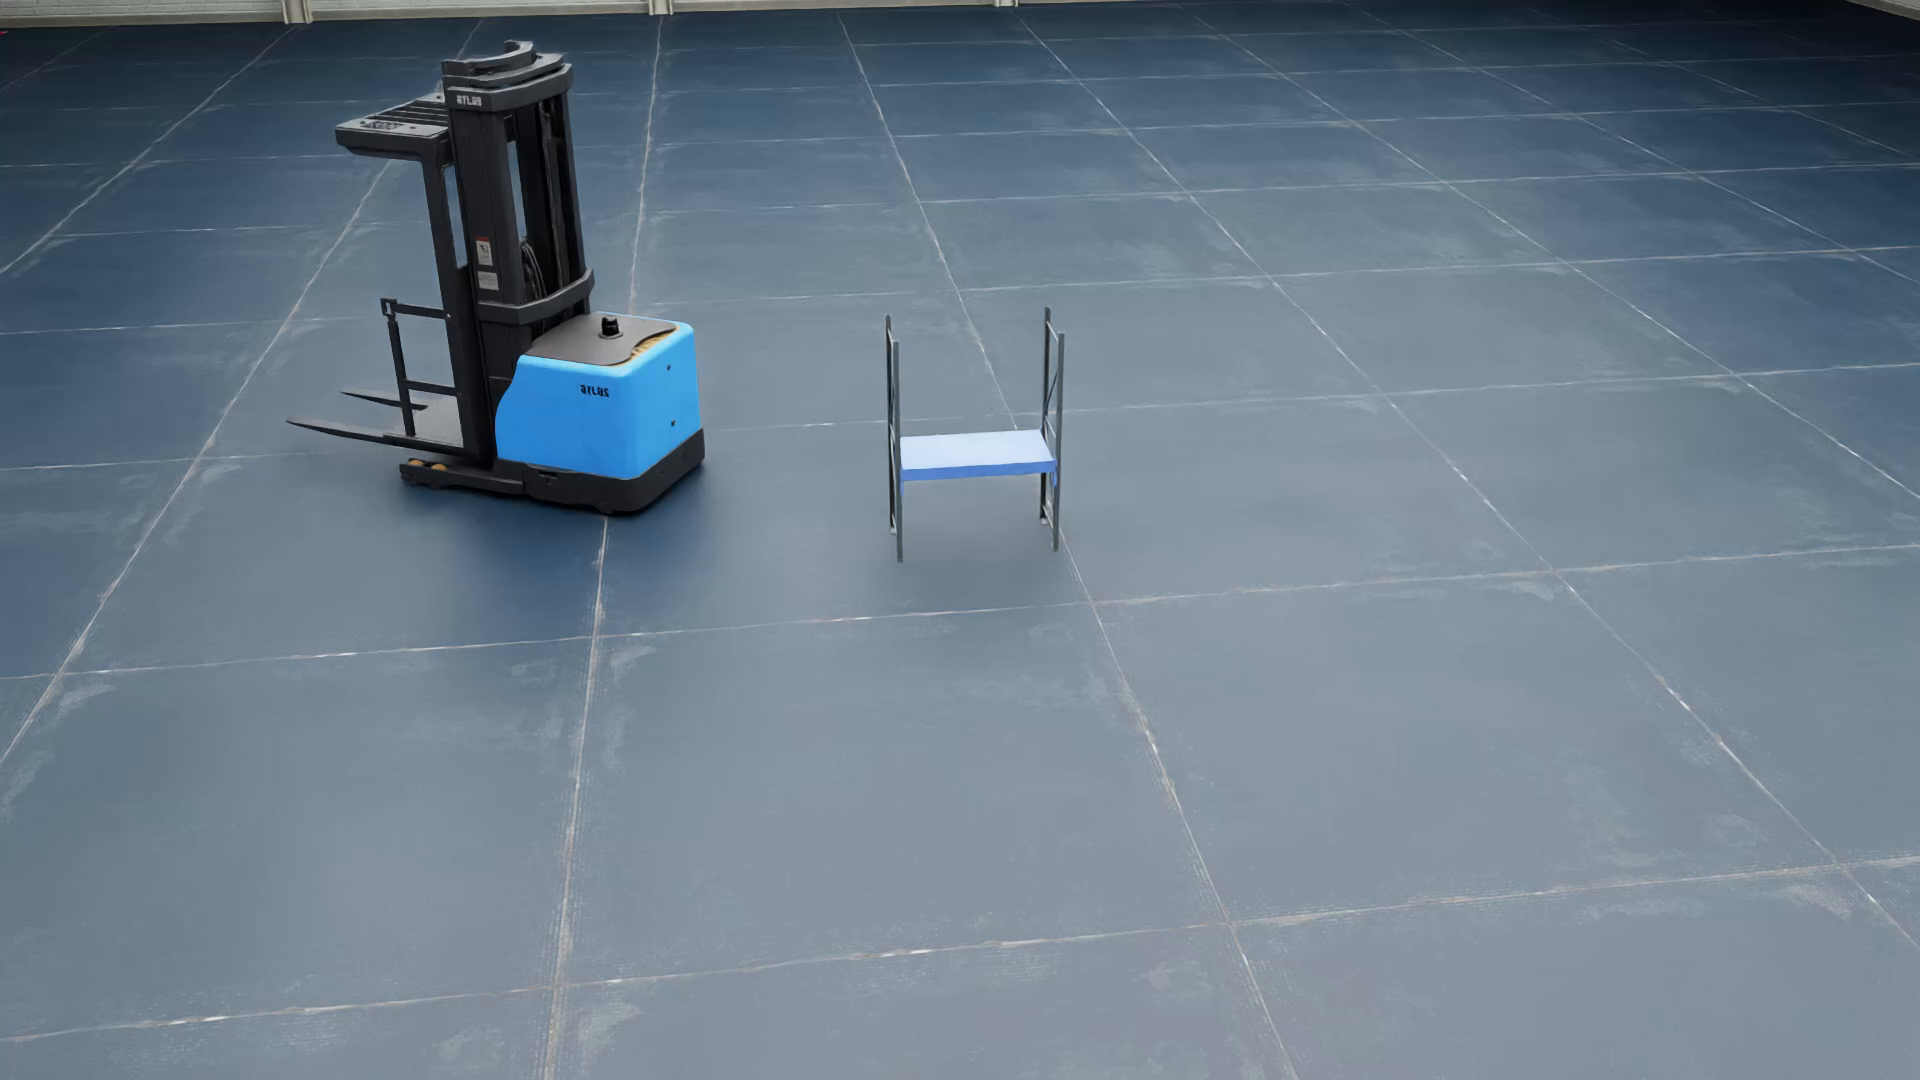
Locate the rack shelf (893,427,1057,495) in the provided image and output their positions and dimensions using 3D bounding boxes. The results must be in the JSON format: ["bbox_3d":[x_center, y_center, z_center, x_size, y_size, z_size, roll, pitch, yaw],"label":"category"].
[{"bbox_3d":[0.084,-0.513,10.703,1.000,0.185,0.538,-4,27,-7],"label":"rack shelf"}]

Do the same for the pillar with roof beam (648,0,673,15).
[{"bbox_3d":[-4.536,-11.119,22.765,0.400,9.000,9.100,-4,27,-7],"label":"pillar with roof beam"}]

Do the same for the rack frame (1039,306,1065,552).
[{"bbox_3d":[0.588,-0.705,10.684,0.032,1.500,0.500,-4,27,-7],"label":"rack frame"}]

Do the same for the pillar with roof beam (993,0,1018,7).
[{"bbox_3d":[1.406,-11.501,23.509,0.400,9.000,9.100,-4,27,-7],"label":"pillar with roof beam"}]

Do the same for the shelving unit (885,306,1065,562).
[{"bbox_3d":[0.084,-0.673,10.621,1.048,1.500,0.538,-4,27,-7],"label":"shelving unit"}]

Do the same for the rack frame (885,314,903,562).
[{"bbox_3d":[-0.419,-0.640,10.558,0.032,1.500,0.500,-4,27,-7],"label":"rack frame"}]

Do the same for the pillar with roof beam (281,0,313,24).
[{"bbox_3d":[-10.477,-10.737,22.022,0.400,9.000,9.100,-4,27,-7],"label":"pillar with roof beam"}]

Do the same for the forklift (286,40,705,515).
[{"bbox_3d":[-3.403,-1.881,11.408,3.031,2.935,1.130,10,29,18],"label":"forklift"}]
